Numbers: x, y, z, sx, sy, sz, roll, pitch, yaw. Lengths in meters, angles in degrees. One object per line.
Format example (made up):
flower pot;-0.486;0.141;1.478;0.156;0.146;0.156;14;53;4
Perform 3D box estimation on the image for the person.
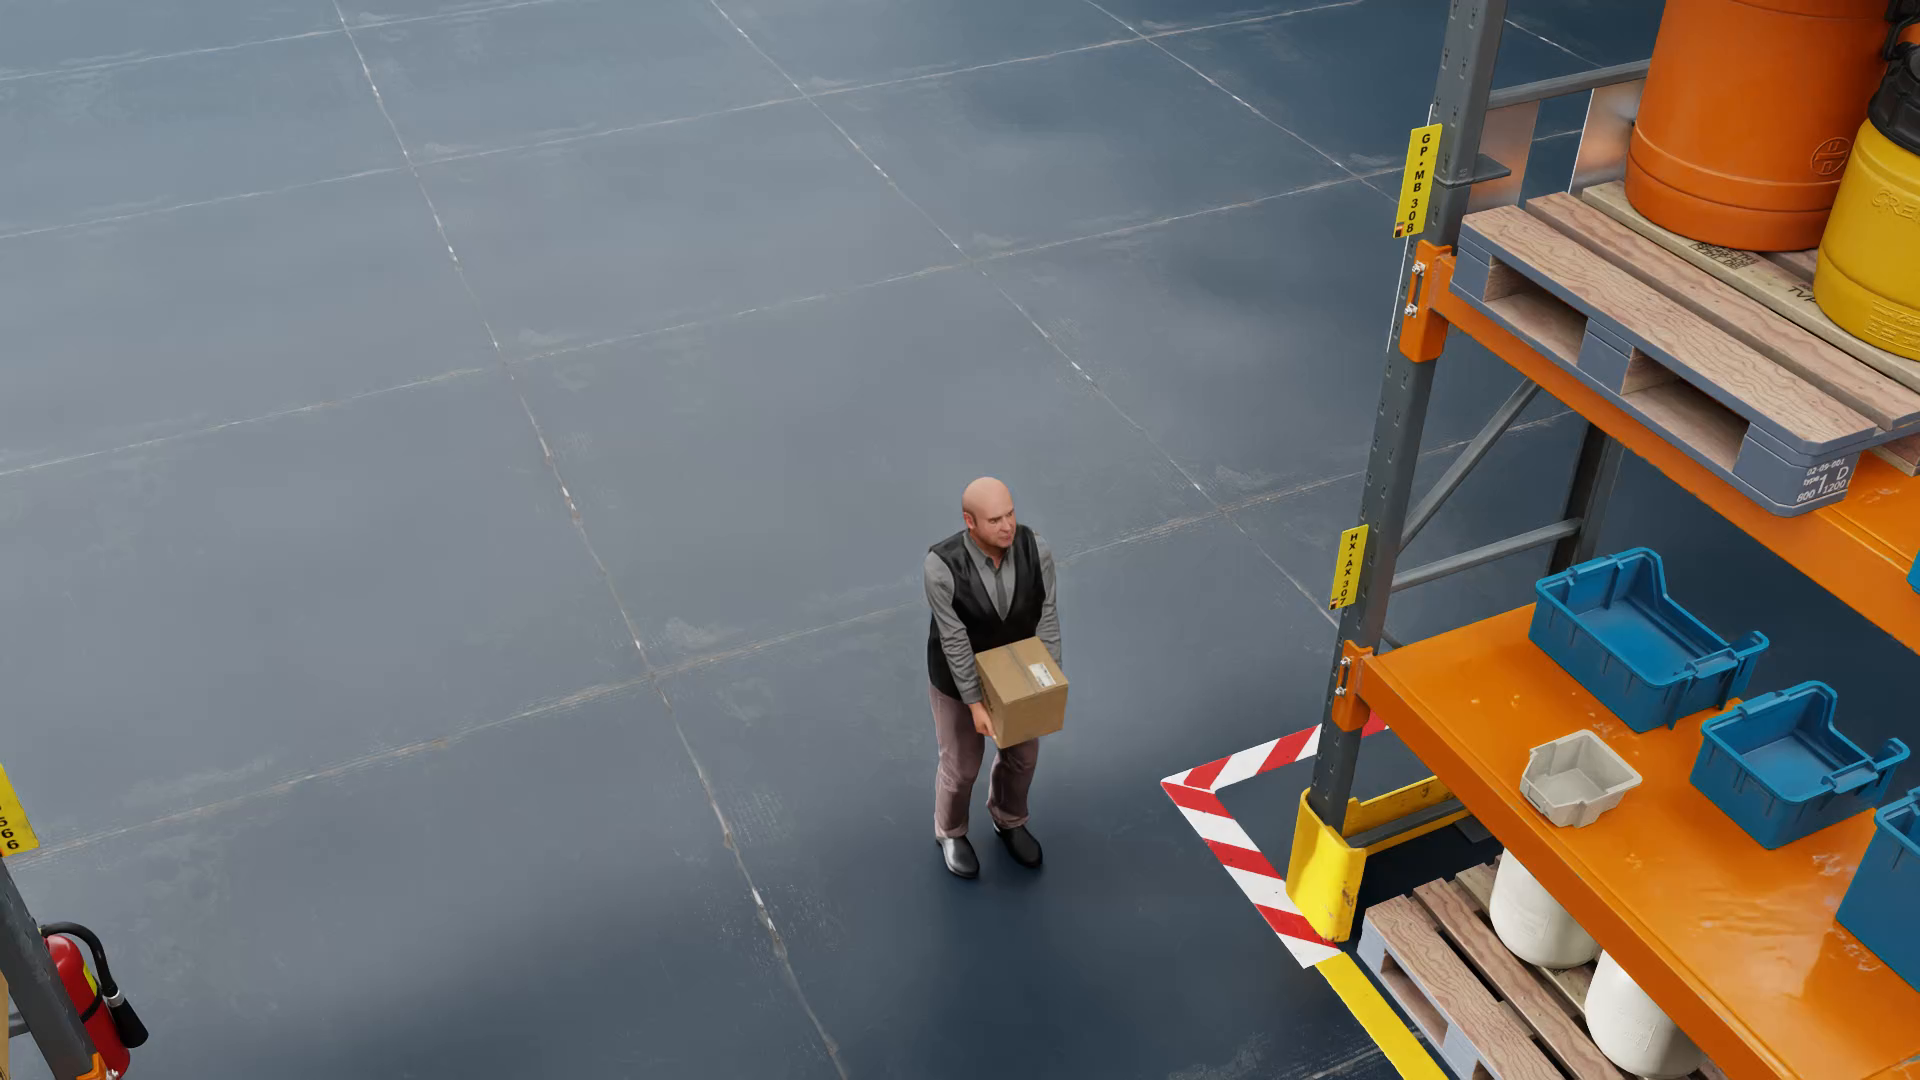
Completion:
person;0.149;0.560;6.139;0.495;1.717;0.546;-15;40;-19
